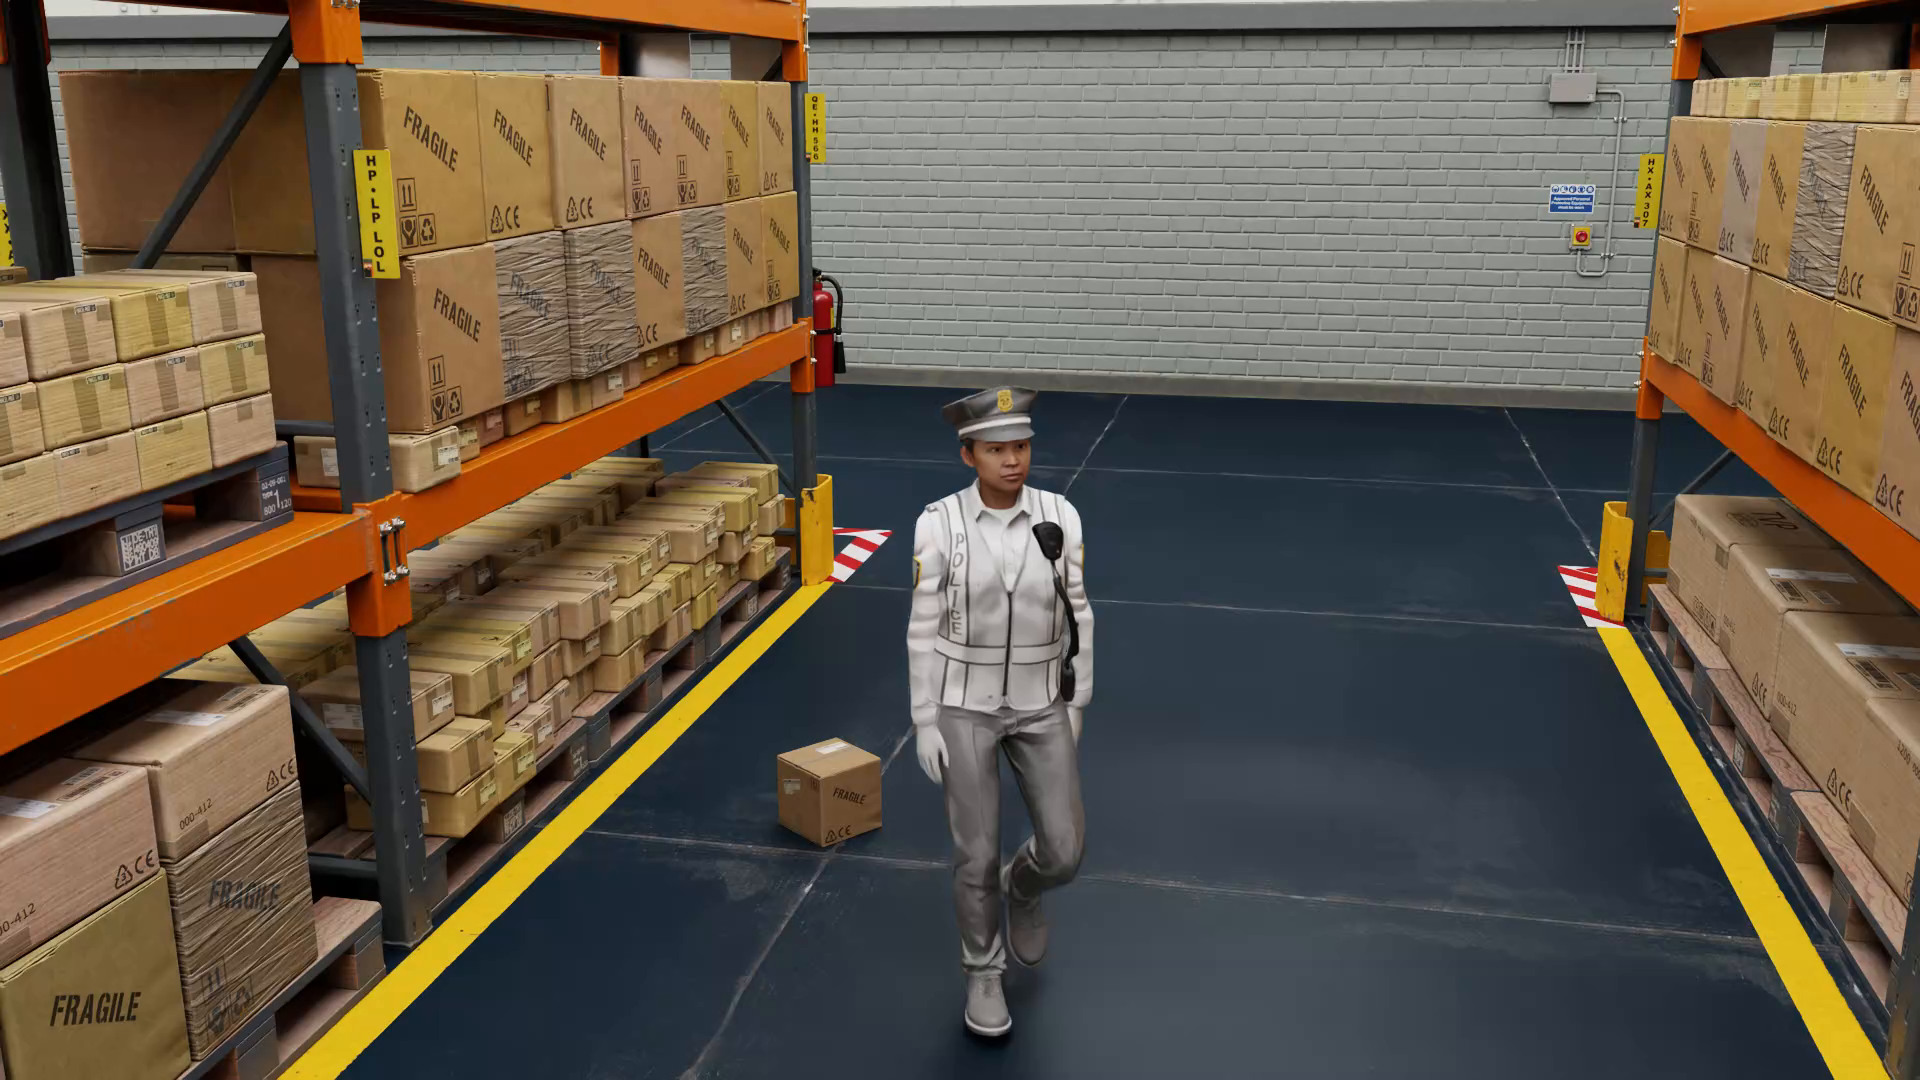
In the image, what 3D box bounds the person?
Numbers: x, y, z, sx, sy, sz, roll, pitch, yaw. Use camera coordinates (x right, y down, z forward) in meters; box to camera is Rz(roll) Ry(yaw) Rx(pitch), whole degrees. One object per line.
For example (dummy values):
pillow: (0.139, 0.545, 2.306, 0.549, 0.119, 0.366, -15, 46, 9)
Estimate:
person: (0.103, 0.415, 4.290, 0.487, 1.679, 0.470, -2, 15, -9)
